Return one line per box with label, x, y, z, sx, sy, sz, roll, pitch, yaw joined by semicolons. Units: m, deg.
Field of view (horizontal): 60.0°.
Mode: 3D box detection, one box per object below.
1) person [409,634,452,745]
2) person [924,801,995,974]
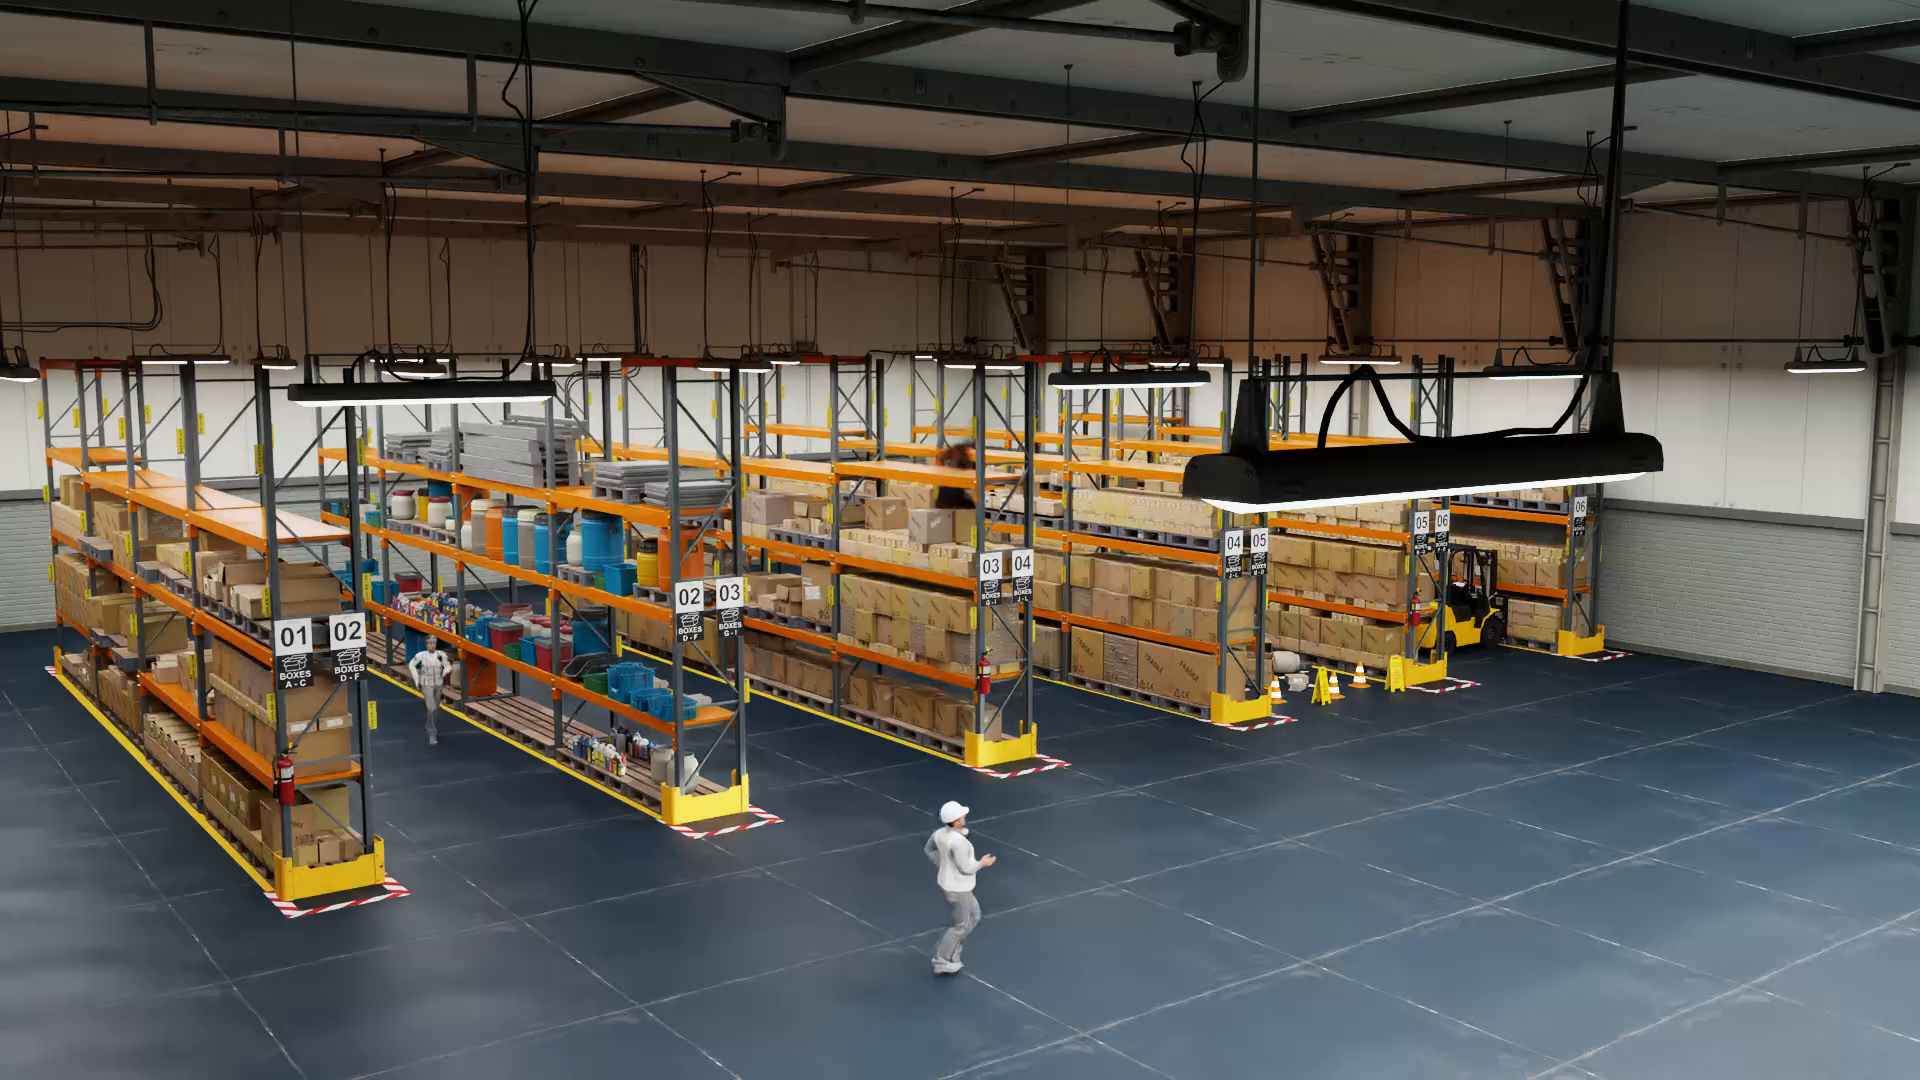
person;-8.366;2.342;26.383;0.594;1.753;0.757;-5;9;-37
person;0.010;3.472;16.644;0.658;1.779;0.641;-2;7;-18
